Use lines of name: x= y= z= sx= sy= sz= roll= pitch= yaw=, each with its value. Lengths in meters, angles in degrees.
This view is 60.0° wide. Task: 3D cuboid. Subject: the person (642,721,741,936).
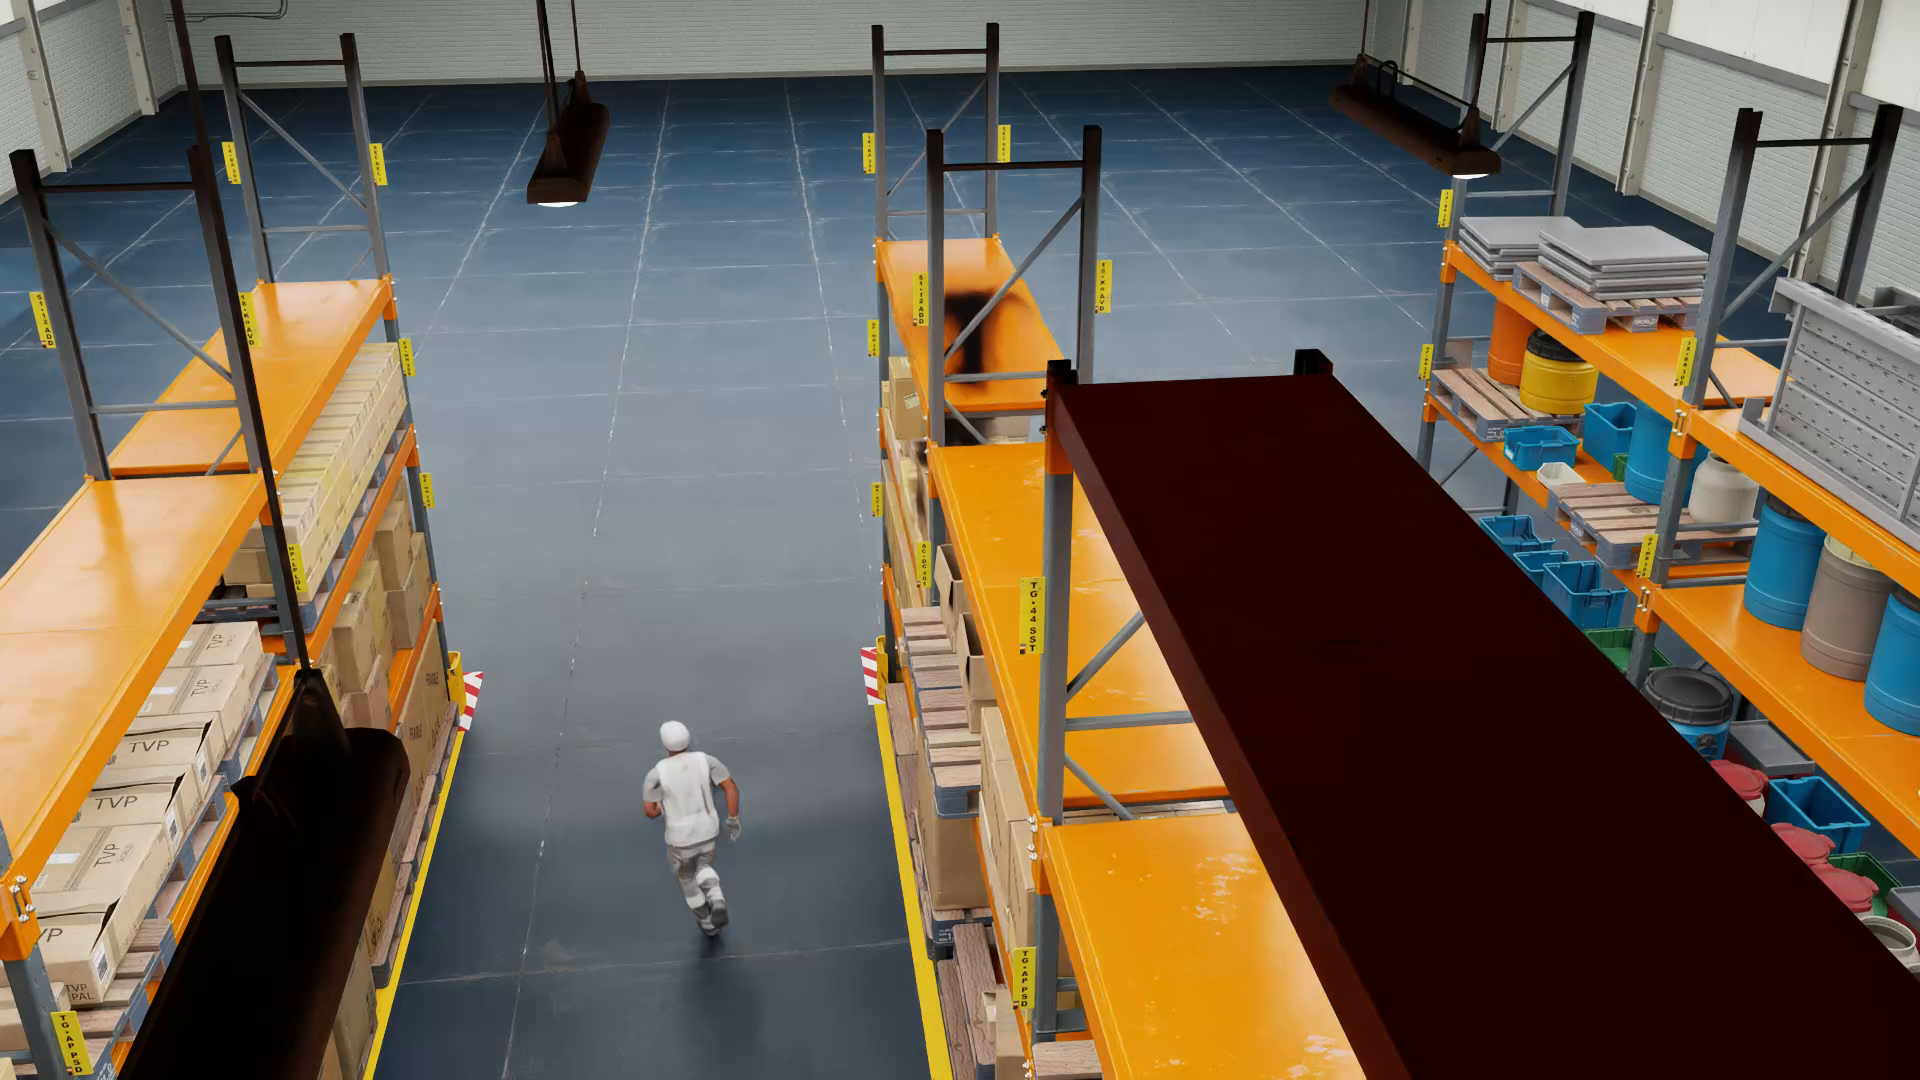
person: x=-1.930 y=2.151 z=12.046 sx=0.645 sy=1.717 sz=0.762 roll=-16 pitch=30 yaw=-29
